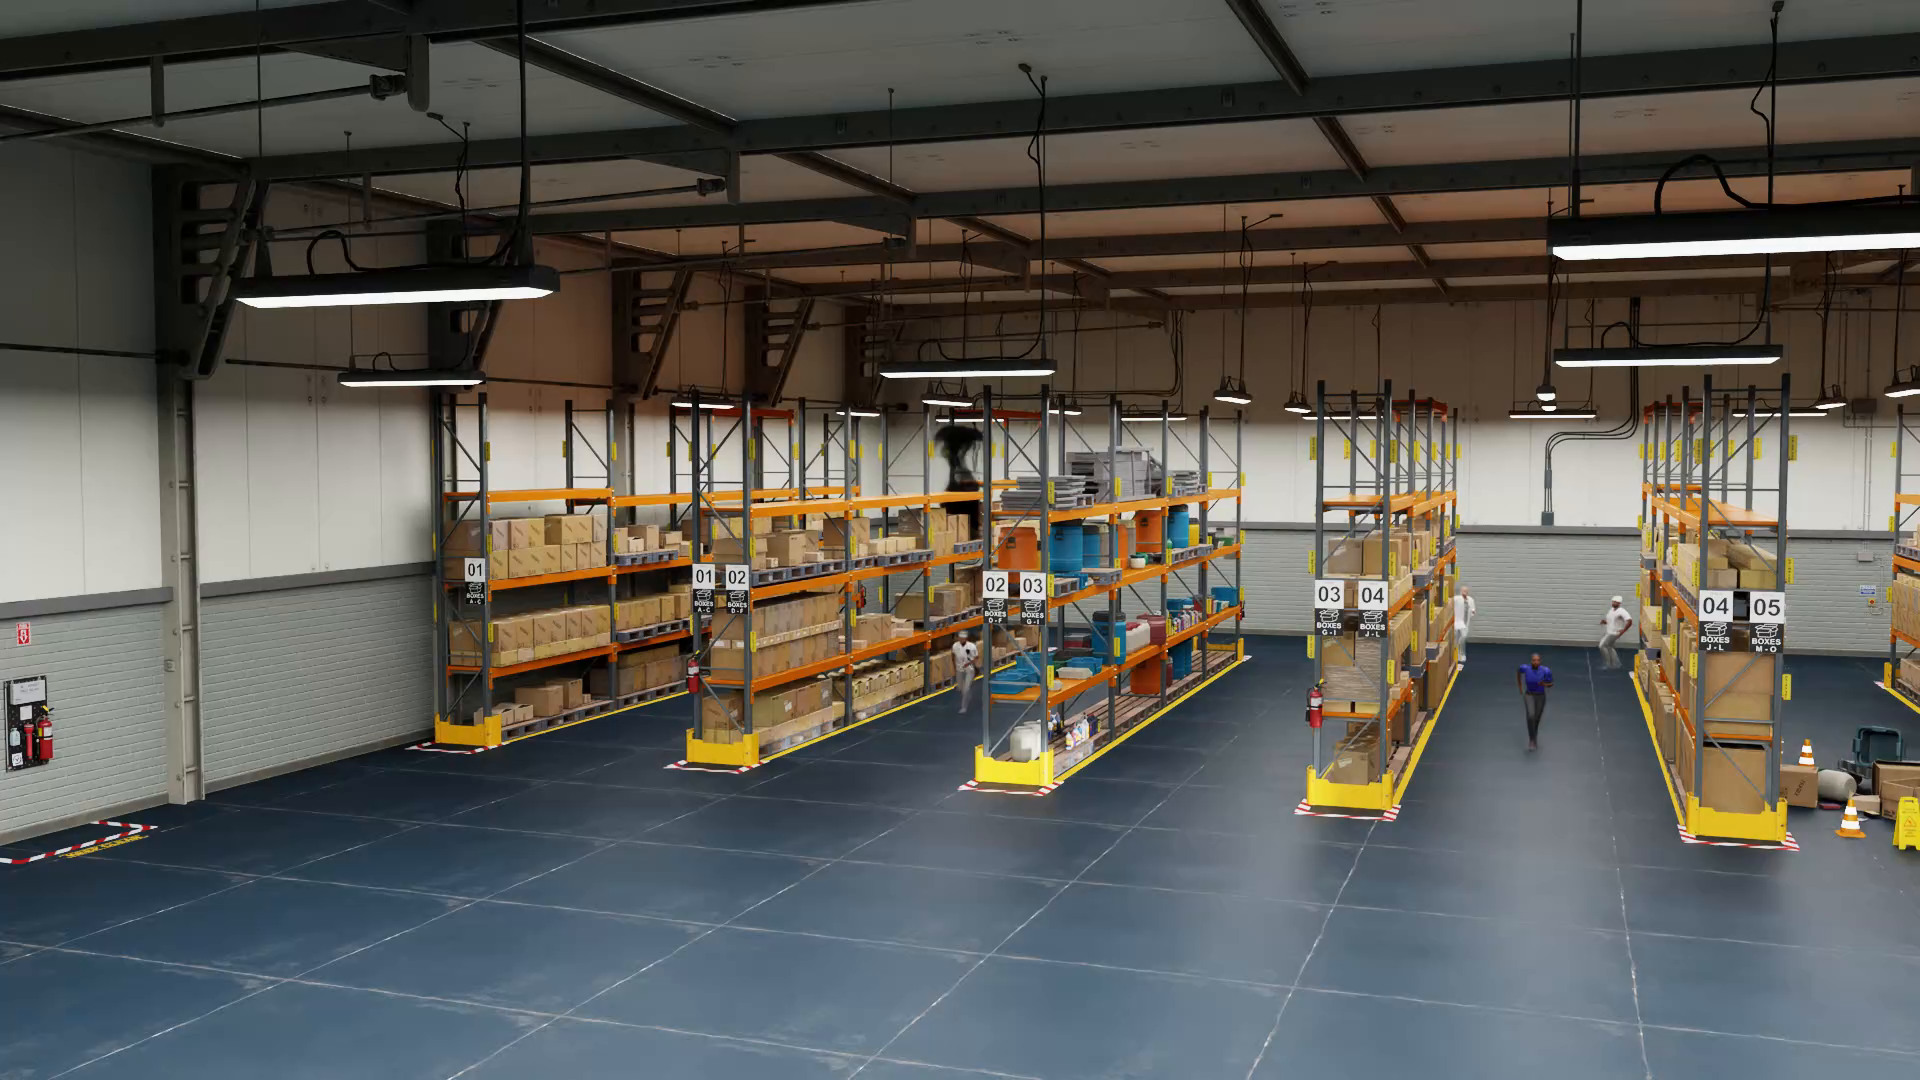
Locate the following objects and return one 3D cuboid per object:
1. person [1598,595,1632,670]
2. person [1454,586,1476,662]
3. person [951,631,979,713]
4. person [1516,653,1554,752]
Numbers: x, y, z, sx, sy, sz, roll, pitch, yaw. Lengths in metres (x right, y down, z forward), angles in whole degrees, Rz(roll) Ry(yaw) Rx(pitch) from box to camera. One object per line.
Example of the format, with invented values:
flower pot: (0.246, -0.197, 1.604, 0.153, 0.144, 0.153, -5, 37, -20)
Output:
person: (14.938, 2.136, 38.021, 0.649, 1.755, 0.707, 0, 3, 9)
person: (12.038, 2.010, 39.933, 0.617, 1.827, 0.959, -1, 3, -23)
person: (0.091, 2.519, 31.893, 0.563, 1.618, 0.697, 0, 3, 9)
person: (9.691, 2.730, 28.061, 0.566, 1.617, 0.909, 1, 3, 11)
